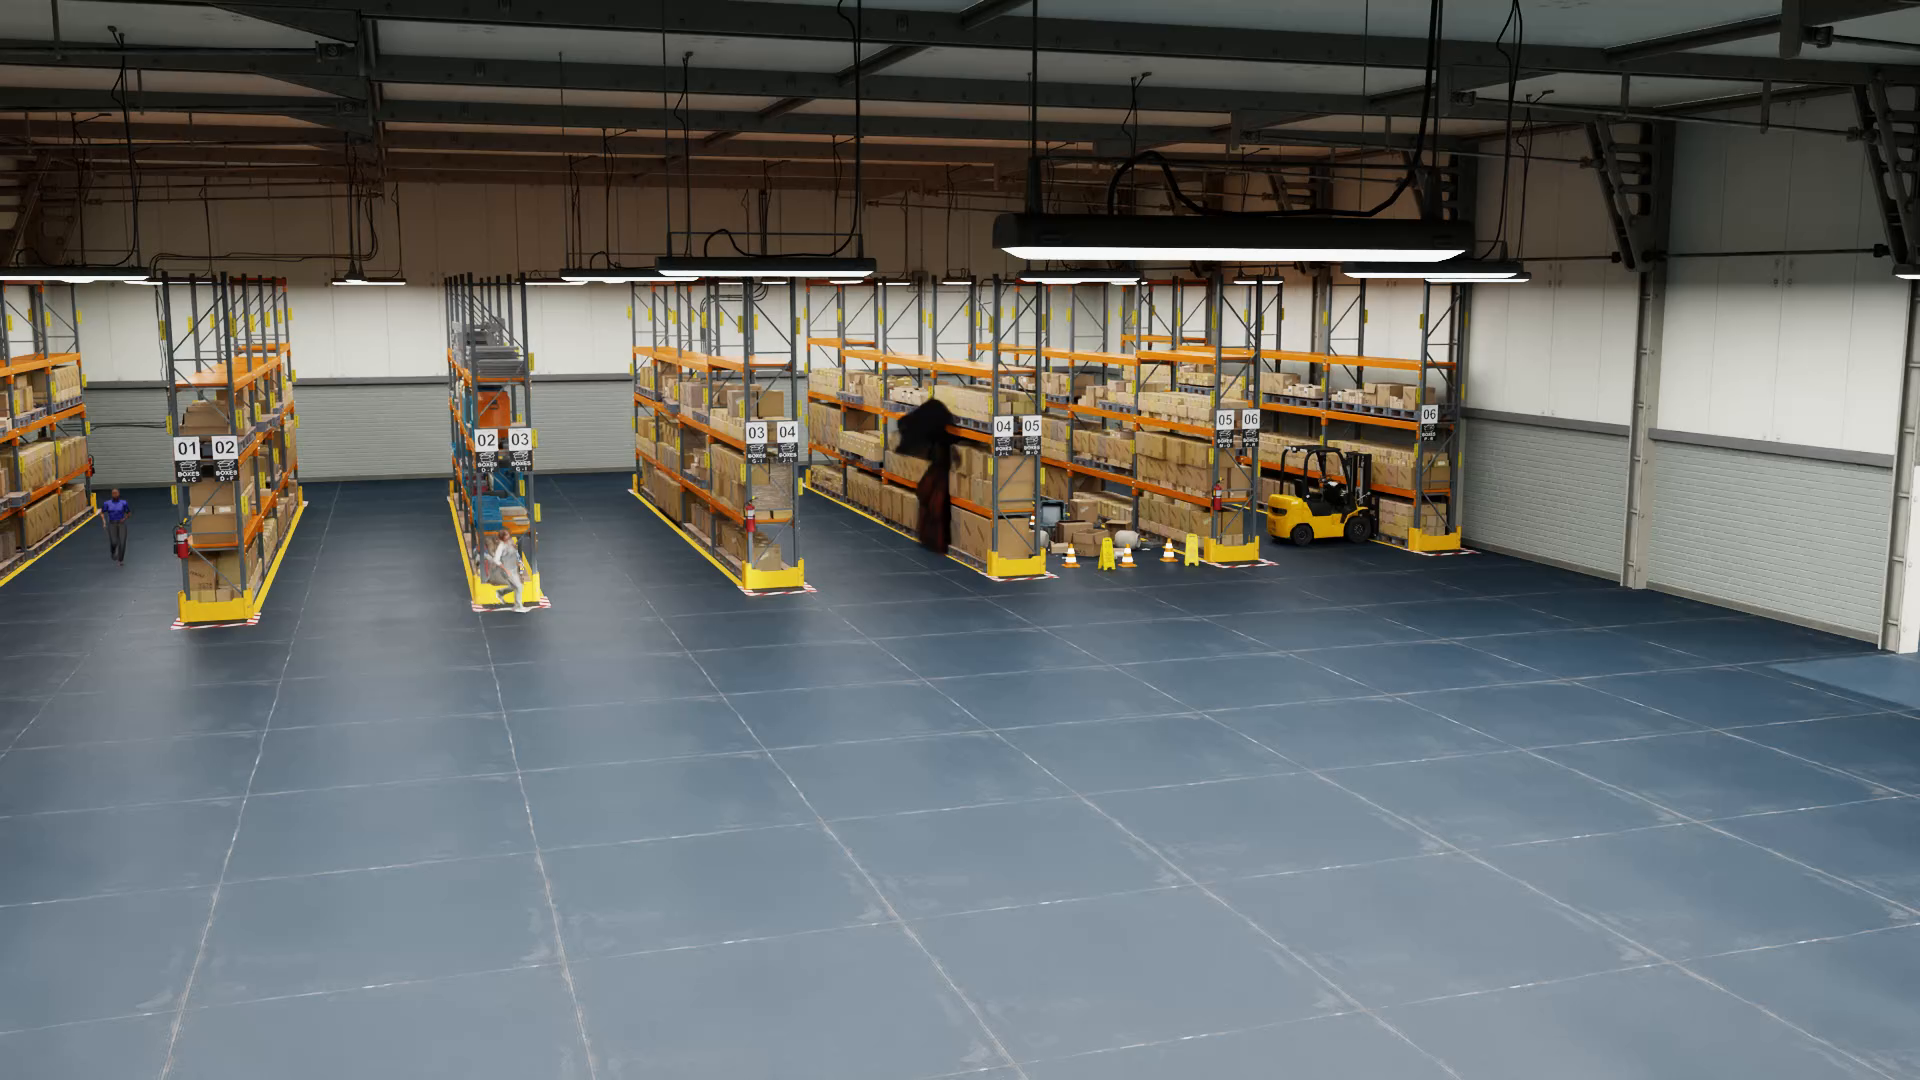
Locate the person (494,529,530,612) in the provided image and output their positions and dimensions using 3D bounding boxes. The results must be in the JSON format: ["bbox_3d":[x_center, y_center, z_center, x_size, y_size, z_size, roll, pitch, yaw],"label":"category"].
[{"bbox_3d":[-8.009,0.551,29.369,0.635,1.530,0.586,1,9,8],"label":"person"}]

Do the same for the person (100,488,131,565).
[{"bbox_3d":[-17.522,-0.260,34.548,0.555,1.603,0.553,-5,10,-30],"label":"person"}]

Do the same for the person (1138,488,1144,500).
[{"bbox_3d":[4.735,-1.631,42.914,0.661,1.769,0.901,-4,9,-23],"label":"person"}]

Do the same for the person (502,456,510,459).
[{"bbox_3d":[-12.797,-2.103,46.523,0.607,1.658,0.692,0,9,1],"label":"person"}]
